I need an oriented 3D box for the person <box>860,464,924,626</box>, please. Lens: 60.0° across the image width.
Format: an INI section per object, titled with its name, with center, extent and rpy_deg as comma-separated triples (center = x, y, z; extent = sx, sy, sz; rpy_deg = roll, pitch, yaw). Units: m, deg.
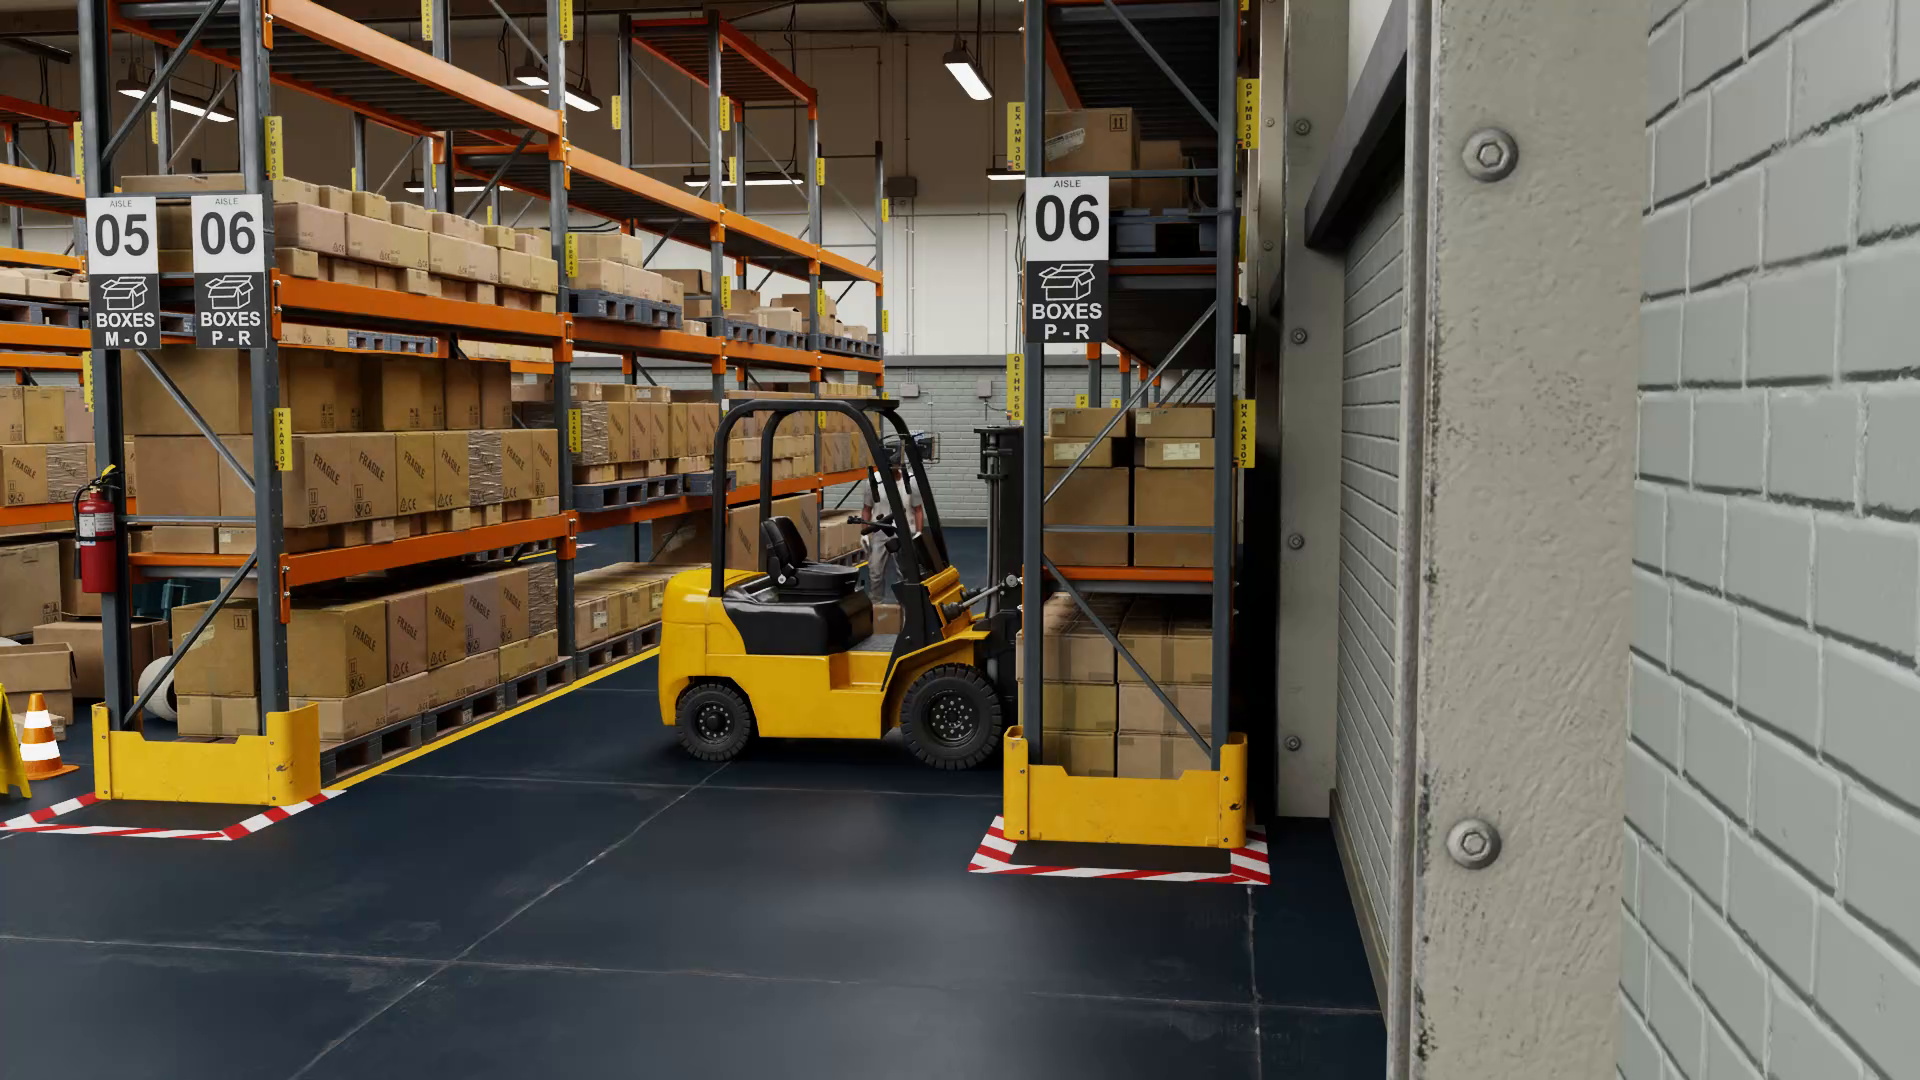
[person]
center = -0.651, -0.027, 15.869
extent = 0.608, 1.773, 0.449
rpy_deg = 0, 4, 6
